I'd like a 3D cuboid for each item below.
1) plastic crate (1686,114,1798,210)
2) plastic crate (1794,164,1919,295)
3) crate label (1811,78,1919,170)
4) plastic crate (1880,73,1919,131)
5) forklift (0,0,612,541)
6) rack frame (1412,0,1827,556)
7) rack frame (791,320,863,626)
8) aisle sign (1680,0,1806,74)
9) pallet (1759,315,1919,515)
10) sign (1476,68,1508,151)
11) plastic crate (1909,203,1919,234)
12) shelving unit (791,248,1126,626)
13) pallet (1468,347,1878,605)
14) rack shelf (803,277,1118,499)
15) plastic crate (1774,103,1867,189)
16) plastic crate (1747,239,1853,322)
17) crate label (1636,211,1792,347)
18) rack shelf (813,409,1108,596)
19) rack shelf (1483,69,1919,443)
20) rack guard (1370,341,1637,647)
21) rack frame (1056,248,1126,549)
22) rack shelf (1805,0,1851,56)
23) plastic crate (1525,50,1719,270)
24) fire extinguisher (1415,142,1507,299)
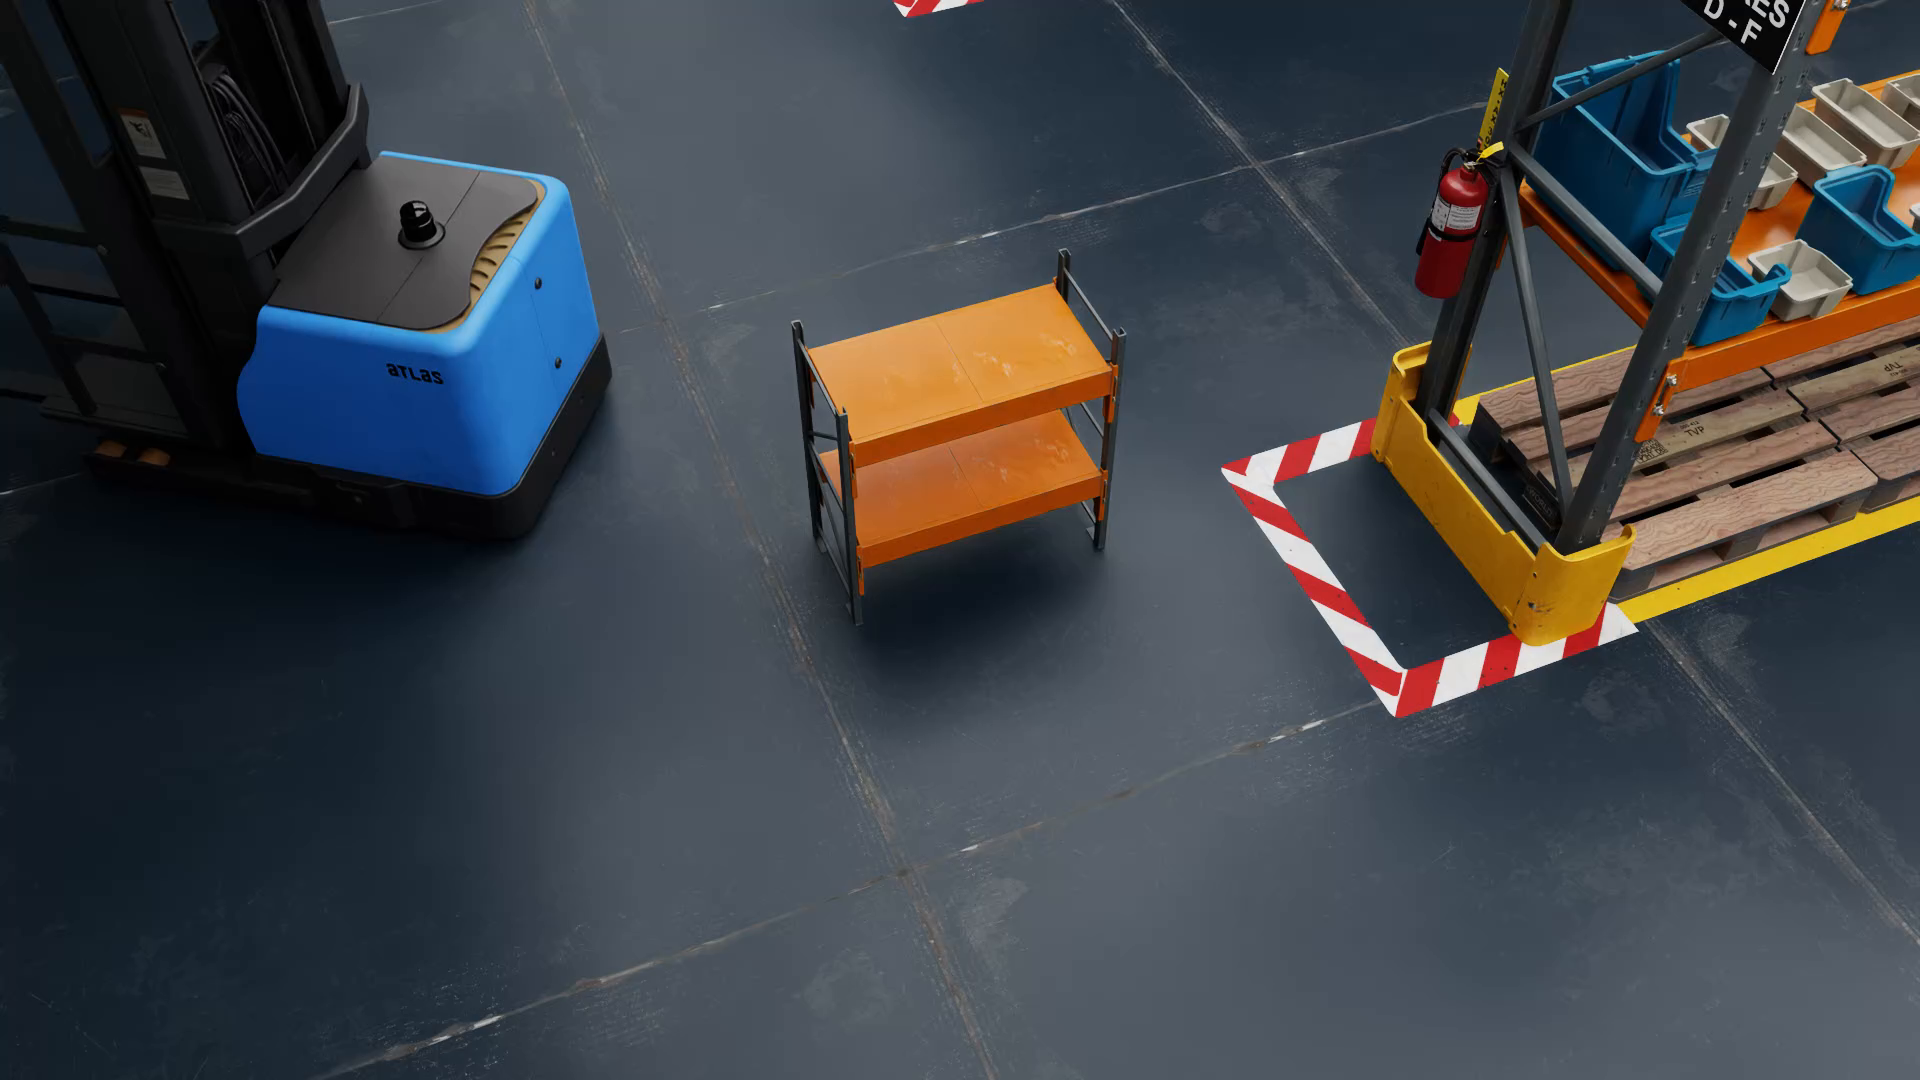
[{"bbox_3d":[2.768,-1.332,5.892,0.243,0.136,0.396,-17,52,-14],"label":"plastic crate"},{"bbox_3d":[3.044,-1.031,5.570,0.300,0.233,0.416,-17,52,-14],"label":"plastic crate"},{"bbox_3d":[3.290,-1.502,6.038,0.243,0.136,0.396,-17,52,-14],"label":"crate label"},{"bbox_3d":[3.558,-1.600,6.122,0.250,0.136,0.298,-17,52,-14],"label":"plastic crate"},{"bbox_3d":[-3.058,-1.547,5.987,3.031,2.935,1.130,10,50,9],"label":"forklift"},{"bbox_3d":[2.082,-1.038,5.505,0.127,3.000,1.000,-17,52,-14],"label":"rack frame"},{"bbox_3d":[-0.477,-0.219,6.037,0.032,1.125,0.500,-17,52,-14],"label":"rack frame"},{"bbox_3d":[2.127,-1.655,4.322,0.004,0.787,0.394,-17,52,-14],"label":"aisle sign"},{"bbox_3d":[3.987,-0.686,7.040,1.213,0.211,1.003,-17,52,-14],"label":"pallet"},{"bbox_3d":[1.859,-1.473,5.771,0.005,0.325,0.100,-17,52,-14],"label":"sign"},{"bbox_3d":[3.391,-1.039,5.640,0.298,0.136,0.250,-17,52,-14],"label":"plastic crate"},{"bbox_3d":[-0.006,-0.365,6.162,1.048,1.125,0.538,-17,52,-14],"label":"shelving unit"},{"bbox_3d":[2.860,-0.338,6.742,1.213,0.211,1.003,-17,52,-14],"label":"pallet"},{"bbox_3d":[-0.006,-0.555,5.940,1.000,0.278,0.538,-17,52,-14],"label":"rack shelf"},{"bbox_3d":[3.042,-1.405,5.955,0.243,0.136,0.396,-17,52,-14],"label":"plastic crate"},{"bbox_3d":[2.763,-0.845,5.473,0.298,0.136,0.250,-17,52,-14],"label":"plastic crate"},{"bbox_3d":[2.435,-0.842,5.408,0.303,0.233,0.416,-17,52,-14],"label":"crate label"},{"bbox_3d":[-0.006,-0.205,6.348,1.000,0.278,0.538,-17,52,-14],"label":"rack shelf"},{"bbox_3d":[3.933,-1.377,6.270,4.000,0.370,1.077,-17,52,-14],"label":"rack shelf"},{"bbox_3d":[2.064,-0.207,6.439,0.348,0.500,1.175,-17,52,-14],"label":"rack guard"},{"bbox_3d":[0.464,-0.510,6.288,0.032,1.125,0.500,-17,52,-14],"label":"rack frame"},{"bbox_3d":[3.933,-2.354,5.132,4.000,0.370,1.077,-17,52,-14],"label":"rack shelf"},{"bbox_3d":[2.321,-1.296,5.664,0.499,0.435,0.616,-17,52,-14],"label":"plastic crate"},{"bbox_3d":[1.770,-1.167,5.912,0.183,0.674,0.296,-17,52,-14],"label":"fire extinguisher"}]
